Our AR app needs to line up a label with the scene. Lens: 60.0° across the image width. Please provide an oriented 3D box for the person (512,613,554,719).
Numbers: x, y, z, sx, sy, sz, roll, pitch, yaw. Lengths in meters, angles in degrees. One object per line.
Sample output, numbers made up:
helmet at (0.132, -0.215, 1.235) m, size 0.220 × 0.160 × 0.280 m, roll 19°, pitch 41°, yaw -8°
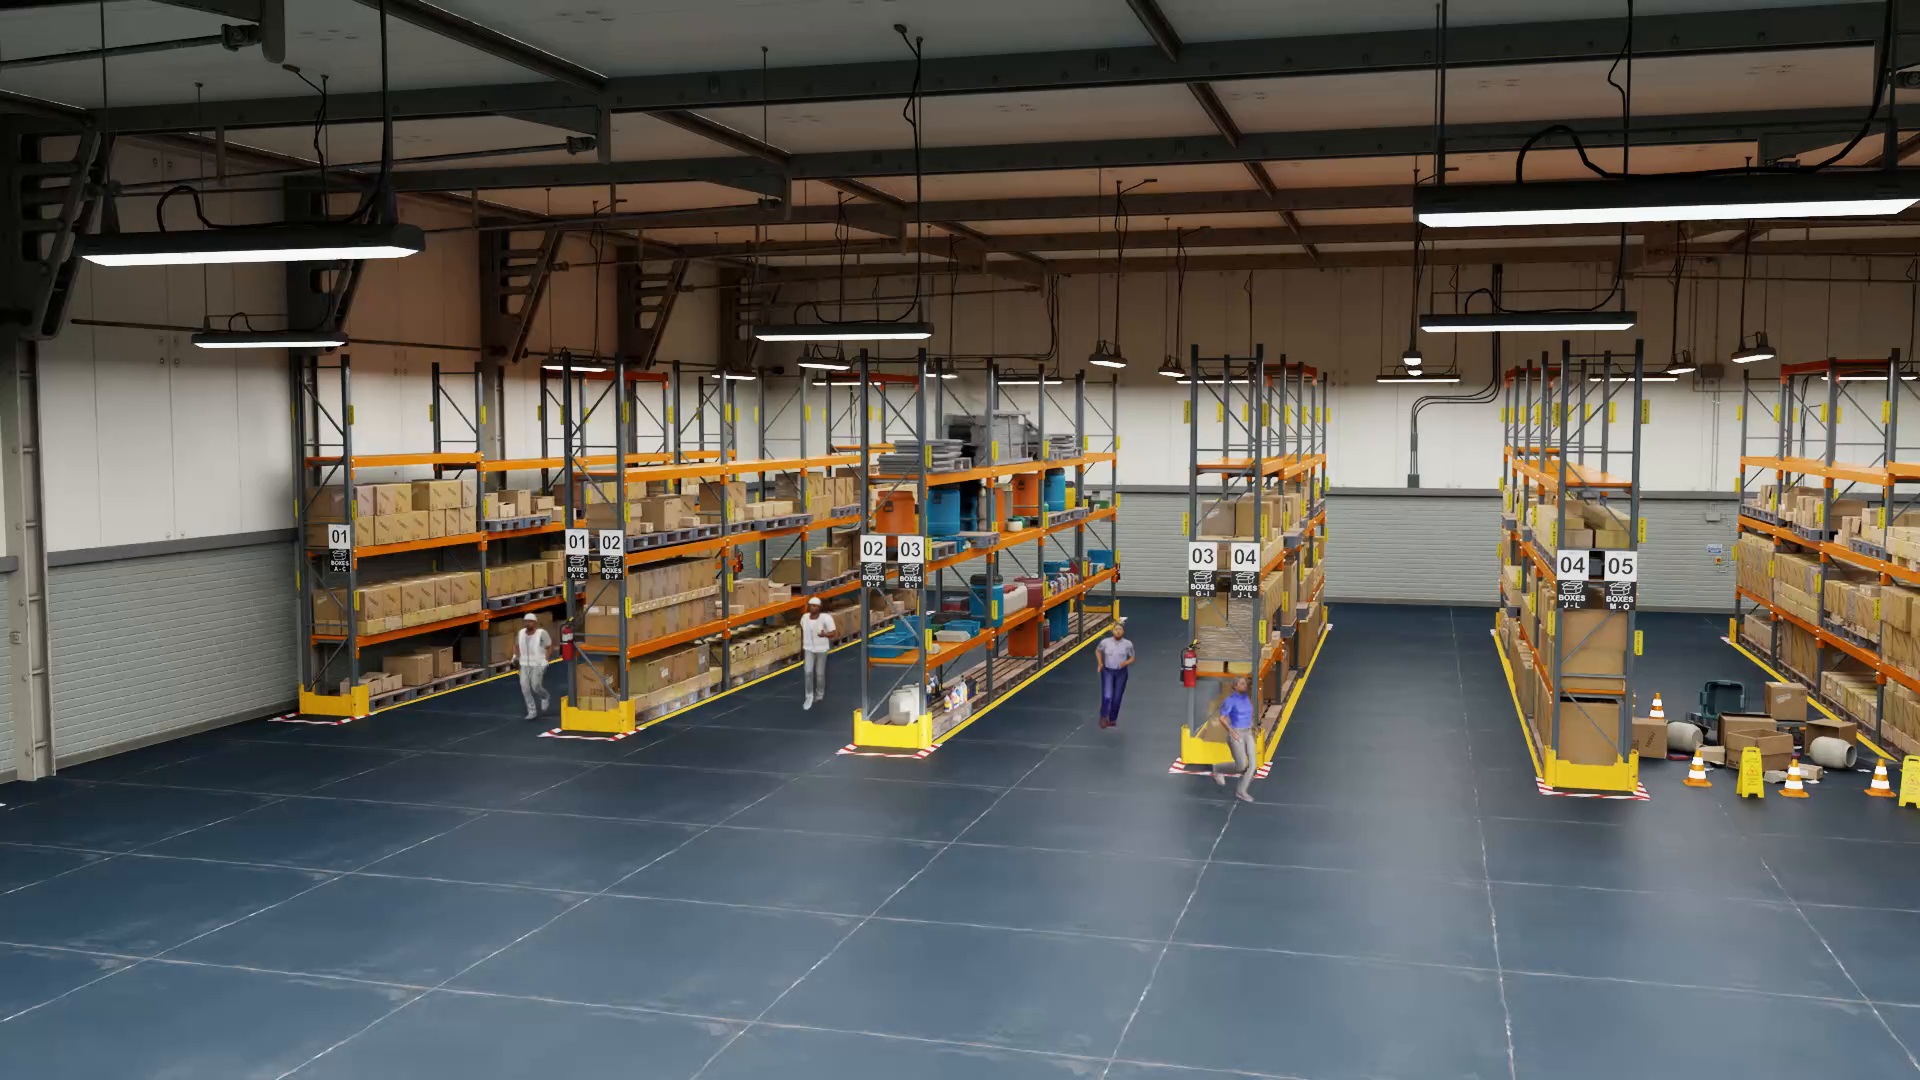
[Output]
person at (-7.068, 2.068, 27.549) m, size 0.701 × 1.747 × 0.615 m, roll 1°, pitch 4°, yaw 10°

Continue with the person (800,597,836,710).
person at (-2.334, 1.837, 27.120) m, size 0.660 × 1.828 × 0.755 m, roll 1°, pitch 4°, yaw 8°

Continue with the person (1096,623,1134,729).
person at (2.339, 2.055, 25.096) m, size 0.581 × 1.602 × 0.629 m, roll 0°, pitch 4°, yaw 3°

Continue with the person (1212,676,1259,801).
person at (3.622, 2.579, 21.792) m, size 0.587 × 1.628 × 0.605 m, roll -4°, pitch 6°, yaw -39°
